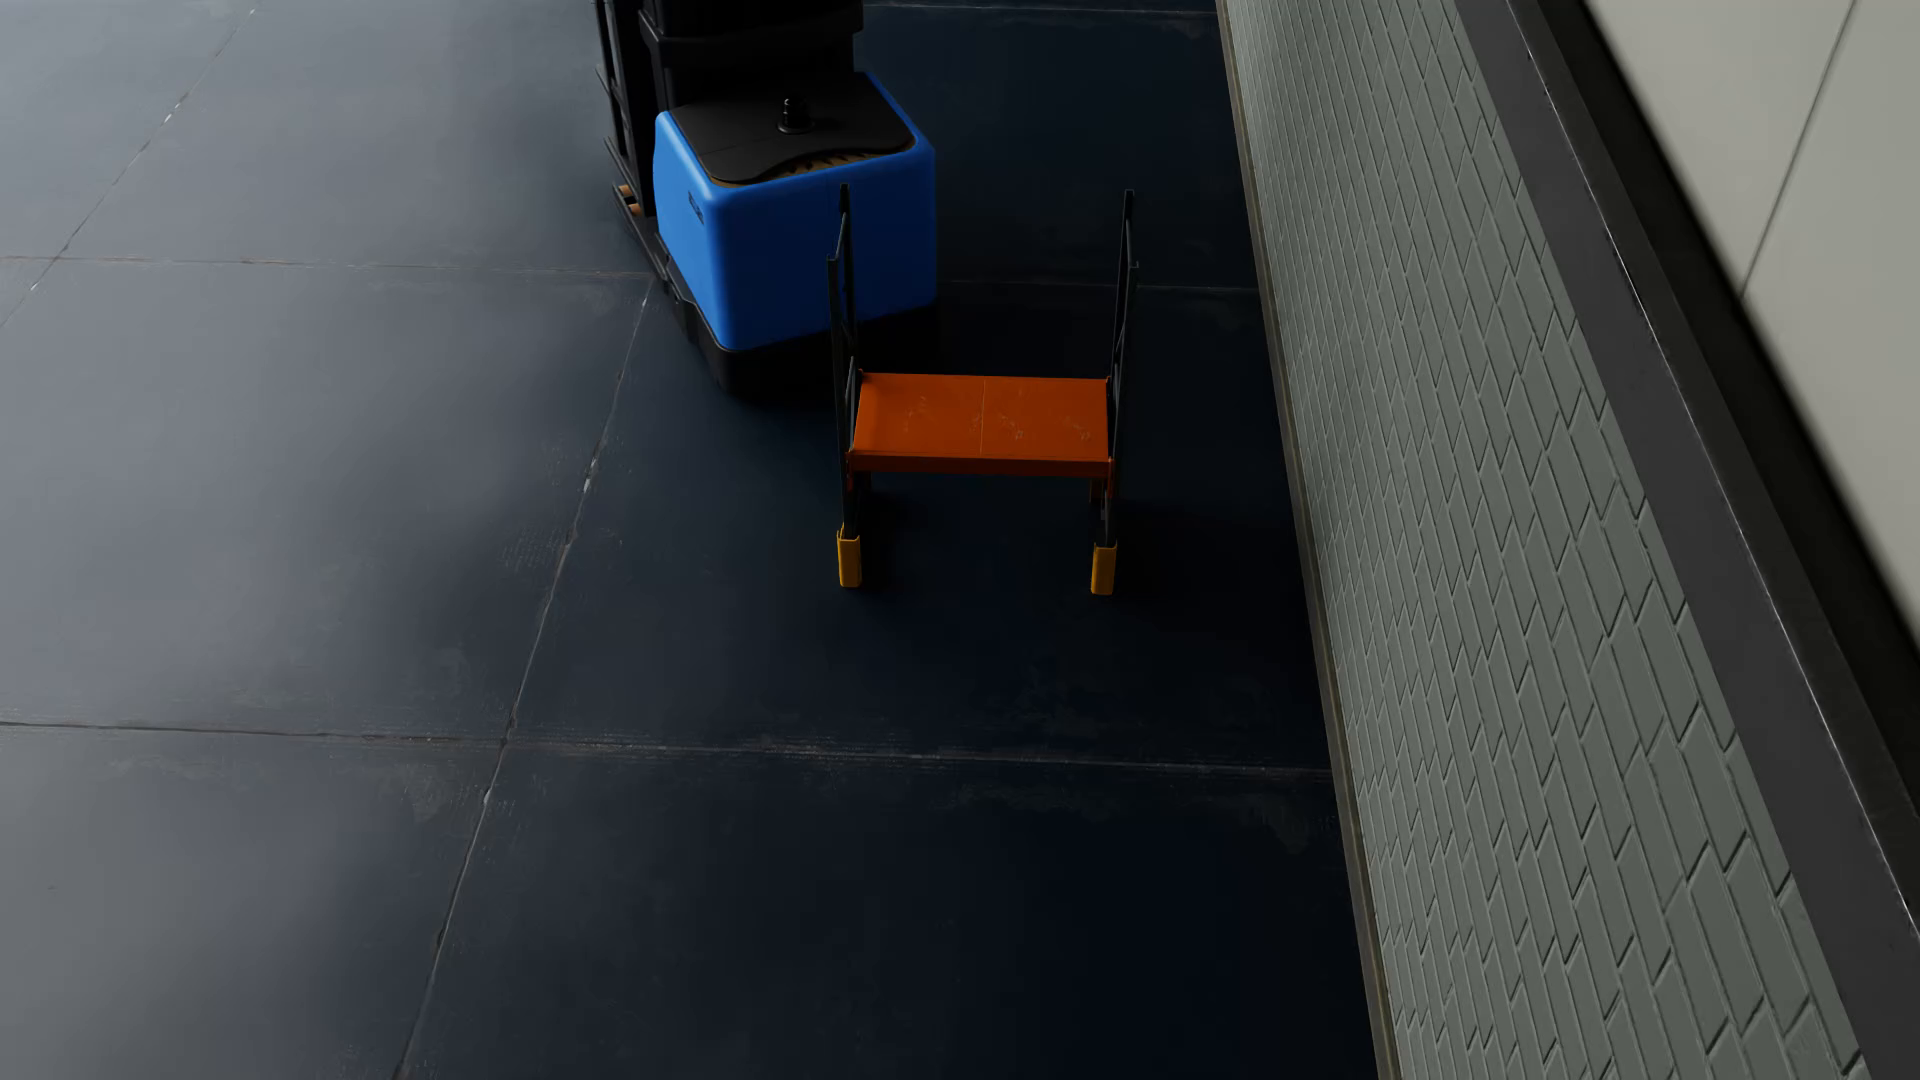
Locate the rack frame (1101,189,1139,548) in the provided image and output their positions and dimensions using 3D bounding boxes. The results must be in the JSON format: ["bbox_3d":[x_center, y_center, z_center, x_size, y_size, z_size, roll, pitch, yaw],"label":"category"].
[{"bbox_3d":[0.593,-0.531,6.255,0.032,1.500,0.500,2,43,2],"label":"rack frame"}]

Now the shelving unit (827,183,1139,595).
[{"bbox_3d":[0.076,-0.546,6.272,1.083,1.500,0.587,2,43,2],"label":"shelving unit"}]

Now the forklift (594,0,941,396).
[{"bbox_3d":[-1.134,-2.722,7.557,1.130,2.935,3.031,-16,45,-17],"label":"forklift"}]

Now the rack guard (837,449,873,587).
[{"bbox_3d":[-0.421,-0.104,6.714,0.087,0.250,0.587,2,43,2],"label":"rack guard"}]

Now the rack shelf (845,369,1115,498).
[{"bbox_3d":[0.085,-0.415,6.394,1.000,0.185,0.538,2,43,2],"label":"rack shelf"}]

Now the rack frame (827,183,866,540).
[{"bbox_3d":[-0.423,-0.562,6.288,0.032,1.500,0.500,2,43,2],"label":"rack frame"}]

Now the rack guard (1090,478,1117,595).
[{"bbox_3d":[0.574,-0.074,6.681,0.087,0.250,0.587,2,43,2],"label":"rack guard"}]
